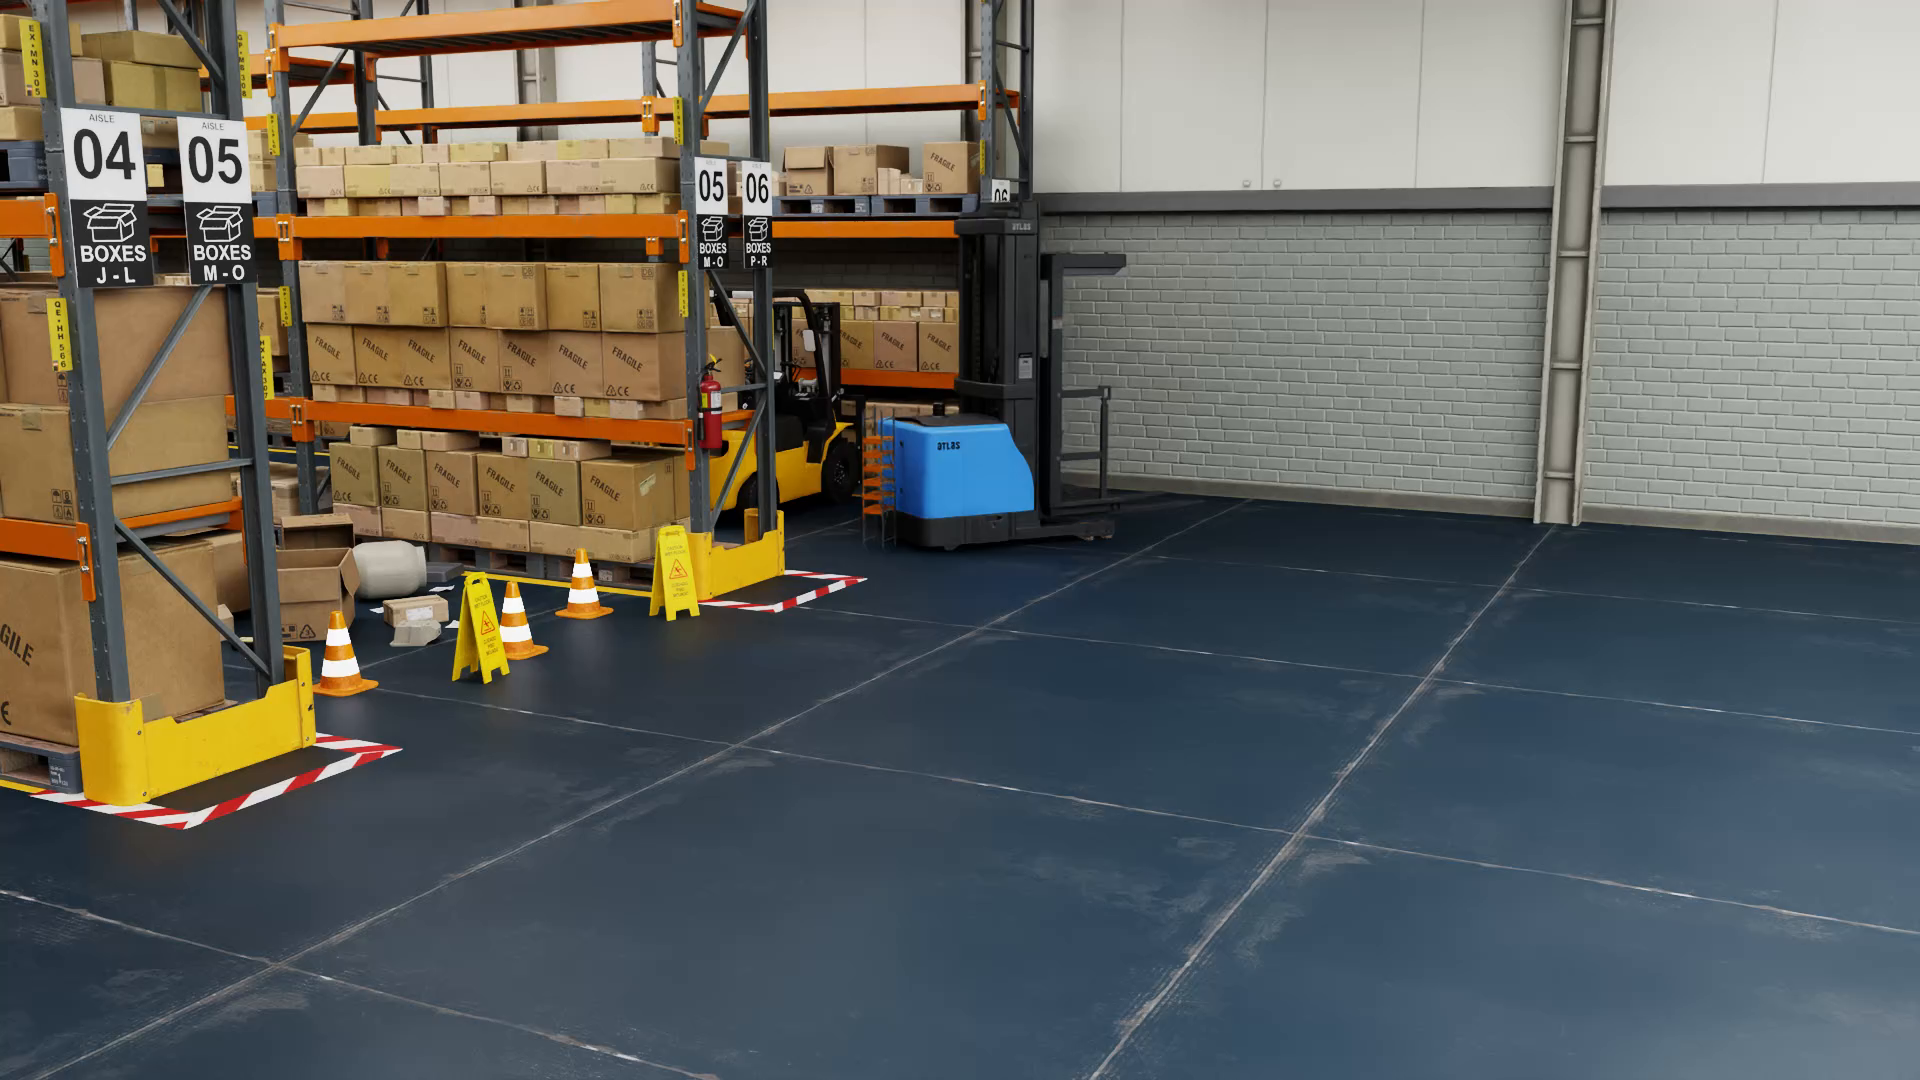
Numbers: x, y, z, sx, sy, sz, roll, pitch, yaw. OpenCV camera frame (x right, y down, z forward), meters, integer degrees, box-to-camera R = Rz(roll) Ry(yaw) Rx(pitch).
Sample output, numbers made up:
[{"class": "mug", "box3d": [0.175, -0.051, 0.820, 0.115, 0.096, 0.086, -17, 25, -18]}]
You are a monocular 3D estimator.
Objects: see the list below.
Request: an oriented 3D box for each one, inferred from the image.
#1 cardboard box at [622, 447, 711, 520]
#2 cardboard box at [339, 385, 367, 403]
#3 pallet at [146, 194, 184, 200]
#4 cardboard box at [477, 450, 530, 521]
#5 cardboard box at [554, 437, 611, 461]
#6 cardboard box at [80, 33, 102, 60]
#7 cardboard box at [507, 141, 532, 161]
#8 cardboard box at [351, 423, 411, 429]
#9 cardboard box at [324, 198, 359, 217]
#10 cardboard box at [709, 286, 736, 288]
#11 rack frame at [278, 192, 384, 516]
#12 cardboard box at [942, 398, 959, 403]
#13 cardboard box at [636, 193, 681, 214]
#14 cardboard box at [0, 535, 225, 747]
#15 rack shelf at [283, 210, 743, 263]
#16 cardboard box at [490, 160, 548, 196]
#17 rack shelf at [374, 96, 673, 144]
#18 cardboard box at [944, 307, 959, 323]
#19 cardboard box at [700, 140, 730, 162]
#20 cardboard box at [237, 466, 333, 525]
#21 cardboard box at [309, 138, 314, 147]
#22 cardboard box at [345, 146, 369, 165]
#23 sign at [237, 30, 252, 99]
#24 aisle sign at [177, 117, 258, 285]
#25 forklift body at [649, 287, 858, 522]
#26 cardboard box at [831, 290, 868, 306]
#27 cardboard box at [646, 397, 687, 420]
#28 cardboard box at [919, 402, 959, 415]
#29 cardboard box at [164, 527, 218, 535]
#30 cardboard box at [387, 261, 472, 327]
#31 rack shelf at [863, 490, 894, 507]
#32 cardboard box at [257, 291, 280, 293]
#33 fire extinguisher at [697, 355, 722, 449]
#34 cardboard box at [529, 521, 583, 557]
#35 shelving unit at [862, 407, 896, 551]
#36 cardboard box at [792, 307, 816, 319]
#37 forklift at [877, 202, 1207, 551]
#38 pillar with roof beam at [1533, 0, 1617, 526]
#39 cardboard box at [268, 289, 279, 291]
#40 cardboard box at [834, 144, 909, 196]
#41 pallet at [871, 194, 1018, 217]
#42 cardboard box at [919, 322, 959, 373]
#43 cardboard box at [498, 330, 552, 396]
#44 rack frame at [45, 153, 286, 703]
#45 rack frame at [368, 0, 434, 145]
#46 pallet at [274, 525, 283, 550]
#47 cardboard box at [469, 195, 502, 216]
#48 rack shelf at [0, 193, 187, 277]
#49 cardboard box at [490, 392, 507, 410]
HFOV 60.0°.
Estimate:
[{"class": "cardboard box", "box3d": [-2.342, -0.459, 13.280, 0.500, 0.500, 0.500, 5, 11, 24]}, {"class": "cardboard box", "box3d": [-4.916, -1.231, 13.813, 0.250, 0.149, 0.380, 5, 12, 27]}, {"class": "pallet", "box3d": [-6.744, -2.973, 14.837, 1.003, 0.211, 1.213, 5, 11, 26]}, {"class": "cardboard box", "box3d": [-3.472, -0.452, 13.243, 0.500, 0.500, 0.500, 5, 11, 24]}, {"class": "cardboard box", "box3d": [-2.912, -0.708, 12.836, 0.250, 0.149, 0.380, 5, 12, 27]}, {"class": "cardboard box", "box3d": [-4.202, -2.426, 8.296, 0.250, 0.149, 0.380, 5, 11, 26]}, {"class": "cardboard box", "box3d": [-3.249, -2.968, 12.752, 0.250, 0.149, 0.380, 5, 11, 24]}, {"class": "cardboard box", "box3d": [-7.175, -1.526, 20.579, 0.500, 0.500, 0.500, 5, 12, 27]}, {"class": "cardboard box", "box3d": [-4.927, -2.701, 13.513, 0.250, 0.149, 0.380, 5, 11, 26]}, {"class": "cardboard box", "box3d": [-2.694, -2.773, 18.692, 0.250, 0.149, 0.380, 5, 11, 26]}, {"class": "rack frame", "box3d": [-5.307, -1.442, 14.275, 0.127, 3.000, 1.000, 5, 11, 26]}, {"class": "cardboard box", "box3d": [0.126, -1.334, 17.410, 0.500, 0.250, 0.500, 5, 11, 25]}, {"class": "cardboard box", "box3d": [-2.163, -2.463, 12.198, 0.250, 0.149, 0.380, 5, 11, 26]}, {"class": "cardboard box", "box3d": [-4.456, 0.468, 8.511, 0.875, 0.875, 0.875, 5, 11, 26]}, {"class": "rack shelf", "box3d": [-3.513, -2.406, 13.202, 4.000, 0.370, 1.077, 5, 11, 26]}, {"class": "cardboard box", "box3d": [-3.215, -2.753, 12.680, 0.500, 0.250, 0.500, 5, 12, 27]}, {"class": "rack shelf", "box3d": [-4.907, -4.794, 19.094, 4.000, 0.370, 1.077, 5, 11, 26]}, {"class": "cardboard box", "box3d": [0.039, -2.271, 16.753, 0.250, 0.149, 0.380, 5, 11, 27]}, {"class": "cardboard box", "box3d": [-1.948, -2.932, 12.553, 0.250, 0.149, 0.380, 5, 11, 25]}, {"class": "cardboard box", "box3d": [-5.778, -0.397, 14.698, 0.625, 0.372, 0.950, 5, 11, 27]}, {"class": "cardboard box", "box3d": [-6.105, -3.445, 14.756, 0.500, 0.250, 0.500, 5, 11, 25]}, {"class": "cardboard box", "box3d": [-4.690, -3.072, 13.324, 0.250, 0.149, 0.380, 5, 11, 24]}, {"class": "sign", "box3d": [-3.568, -2.362, 8.257, 0.005, 0.325, 0.100, 5, 11, 26]}, {"class": "aisle sign", "box3d": [-3.623, -1.650, 8.124, 0.004, 0.787, 0.394, 5, 11, 26]}, {"class": "forklift body", "box3d": [-2.034, -1.360, 16.207, 1.214, 2.155, 2.313, 5, 11, 26]}, {"class": "cardboard box", "box3d": [-1.130, -2.514, 17.260, 0.250, 0.149, 0.380, 5, 12, 27]}, {"class": "cardboard box", "box3d": [-2.149, -0.999, 12.530, 0.250, 0.149, 0.380, 5, 12, 28]}, {"class": "cardboard box", "box3d": [-0.077, -1.252, 16.959, 0.500, 0.250, 0.500, 5, 12, 28]}, {"class": "cardboard box", "box3d": [-6.067, -0.298, 12.847, 0.500, 0.500, 0.500, 5, 11, 26]}, {"class": "cardboard box", "box3d": [-4.121, -1.973, 13.284, 0.500, 0.500, 0.700, 5, 11, 25]}, {"class": "rack shelf", "box3d": [-0.694, -0.361, 14.277, 0.180, 0.103, 0.258, 5, 11, 25]}, {"class": "cardboard box", "box3d": [-6.050, -1.966, 14.877, 0.500, 0.500, 0.500, 5, 11, 26]}, {"class": "fire extinguisher", "box3d": [-1.821, -1.006, 12.084, 0.183, 0.674, 0.296, 5, 11, 26]}, {"class": "cardboard box", "box3d": [-3.024, -0.043, 13.088, 0.500, 0.250, 0.500, 5, 11, 26]}, {"class": "shelving unit", "box3d": [-0.694, -0.522, 14.248, 0.189, 1.200, 0.258, 5, 11, 25]}, {"class": "cardboard box", "box3d": [-1.566, -2.411, 17.529, 0.250, 0.149, 0.380, 5, 11, 25]}, {"class": "forklift", "box3d": [0.805, -1.513, 14.860, 3.031, 2.935, 1.130, -5, 12, -27]}, {"class": "pillar with roof beam", "box3d": [3.724, -3.910, 11.069, 0.400, 9.000, 9.100, 5, 11, 26]}, {"class": "cardboard box", "box3d": [-8.246, -2.907, 20.900, 0.637, 0.503, 0.797, 5, 11, 24]}, {"class": "cardboard box", "box3d": [-0.906, -3.794, 17.105, 0.500, 0.500, 0.700, 5, 11, 26]}, {"class": "pallet", "box3d": [-0.149, -3.412, 16.987, 1.213, 0.211, 1.003, 5, 11, 26]}, {"class": "cardboard box", "box3d": [-0.084, -1.966, 16.889, 0.500, 0.500, 0.500, 5, 11, 25]}, {"class": "cardboard box", "box3d": [-3.222, -1.401, 12.935, 0.500, 0.500, 0.500, 5, 11, 26]}, {"class": "rack frame", "box3d": [-3.819, -0.328, 8.122, 0.127, 3.000, 1.000, 5, 11, 26]}, {"class": "rack frame", "box3d": [-6.701, -5.502, 19.865, 0.127, 3.000, 1.000, 5, 11, 26]}, {"class": "pallet", "box3d": [-6.005, -0.131, 14.861, 1.213, 0.211, 1.003, 5, 11, 26]}, {"class": "cardboard box", "box3d": [-3.560, -2.577, 12.827, 0.250, 0.149, 0.380, 5, 11, 25]}, {"class": "rack shelf", "box3d": [-5.613, -1.608, 8.789, 4.000, 0.370, 1.077, 5, 11, 26]}, {"class": "cardboard box", "box3d": [-3.512, -1.122, 13.213, 0.250, 0.149, 0.380, 5, 11, 26]}]
